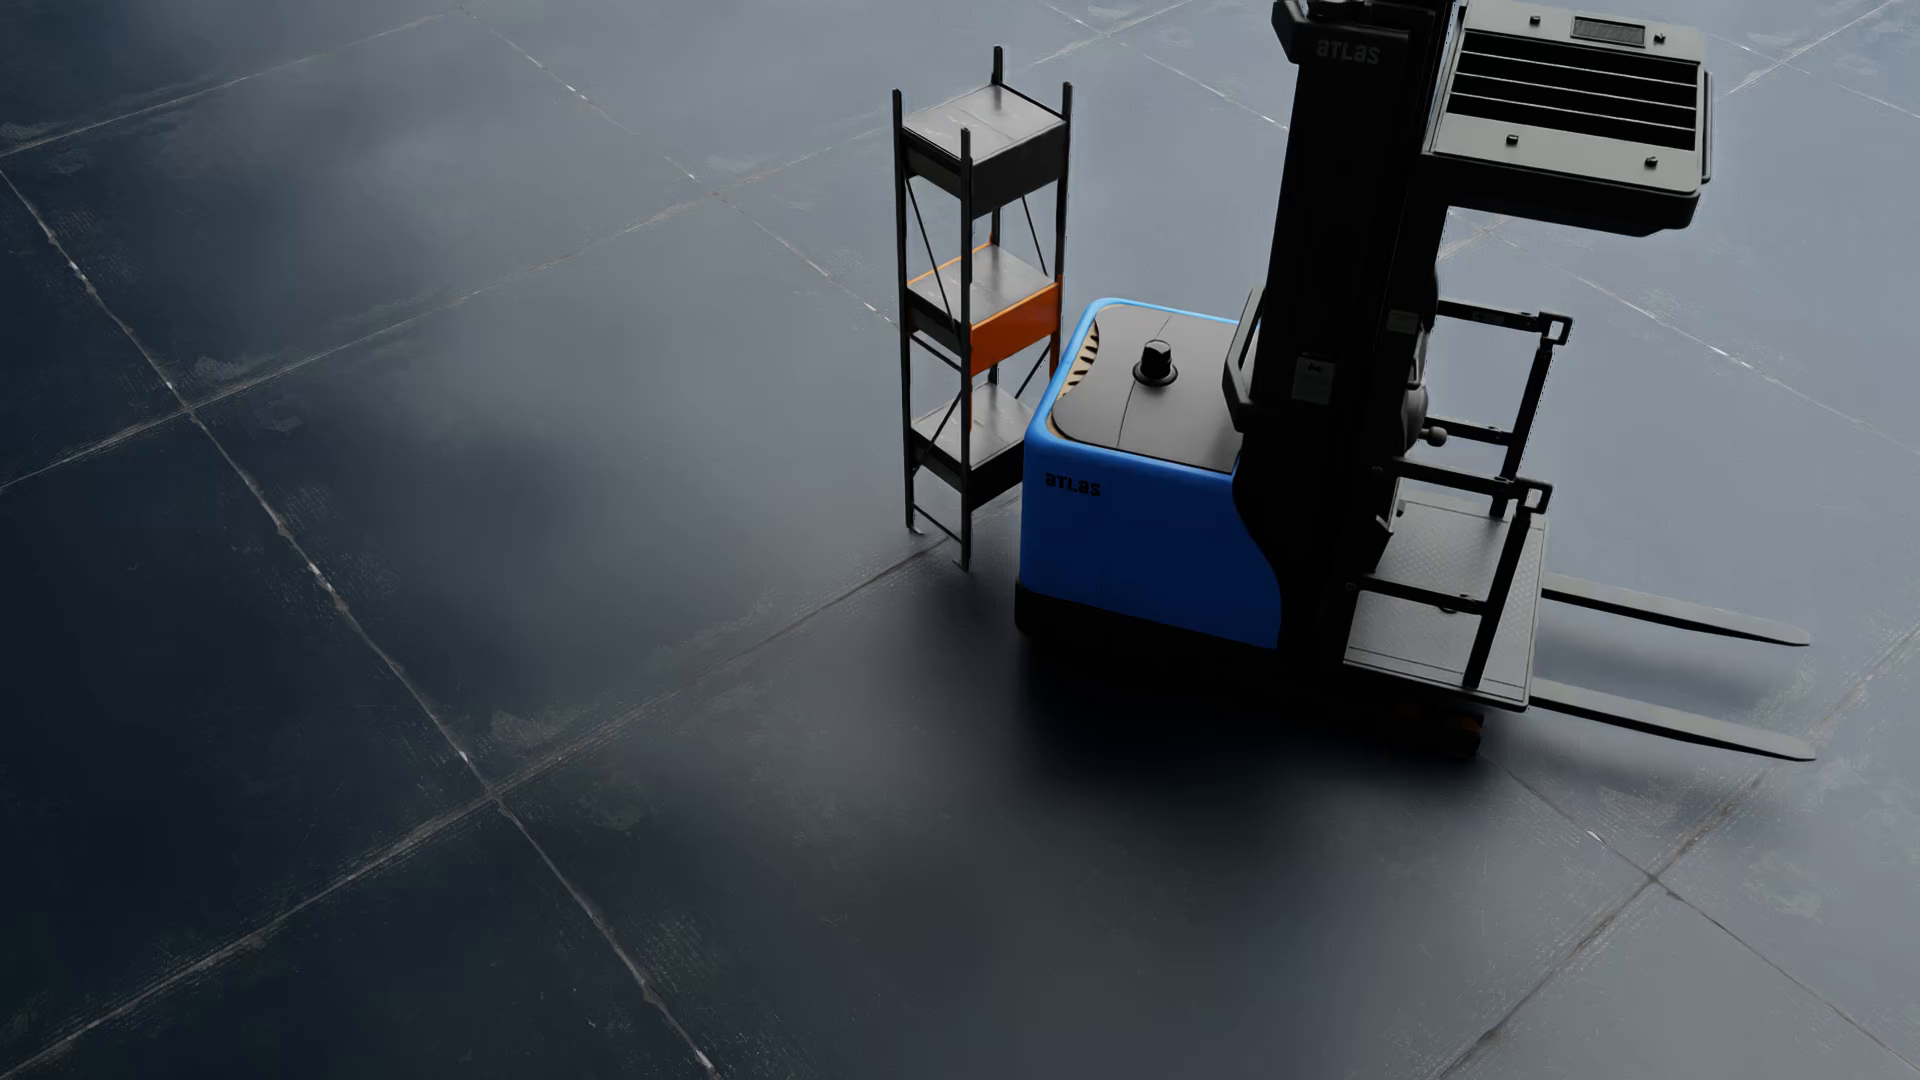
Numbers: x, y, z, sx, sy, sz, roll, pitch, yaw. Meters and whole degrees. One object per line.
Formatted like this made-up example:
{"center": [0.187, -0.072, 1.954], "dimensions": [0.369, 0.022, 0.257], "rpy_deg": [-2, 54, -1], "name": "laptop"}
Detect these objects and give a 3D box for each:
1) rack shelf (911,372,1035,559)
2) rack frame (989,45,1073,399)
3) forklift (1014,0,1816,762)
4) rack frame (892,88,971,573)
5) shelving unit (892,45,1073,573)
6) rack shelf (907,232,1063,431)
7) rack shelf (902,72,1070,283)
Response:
{"center": [0.083, -0.322, 7.101], "dimensions": [0.480, 0.518, 0.431], "rpy_deg": [-31, 51, -29], "name": "rack shelf"}
{"center": [0.264, -0.954, 6.730], "dimensions": [0.015, 2.100, 0.400], "rpy_deg": [-31, 51, -29], "name": "rack frame"}
{"center": [1.797, -0.651, 5.803], "dimensions": [3.031, 2.935, 1.130], "rpy_deg": [13, 45, 14], "name": "forklift"}
{"center": [-0.101, -0.731, 6.495], "dimensions": [0.015, 2.100, 0.400], "rpy_deg": [-31, 51, -29], "name": "rack frame"}
{"center": [0.082, -0.842, 6.612], "dimensions": [0.503, 2.100, 0.431], "rpy_deg": [-31, 51, -29], "name": "shelving unit"}
{"center": [0.082, -0.832, 6.622], "dimensions": [0.480, 0.518, 0.431], "rpy_deg": [-31, 51, -29], "name": "rack shelf"}
{"center": [0.081, -1.342, 6.142], "dimensions": [0.480, 0.518, 0.431], "rpy_deg": [-31, 51, -29], "name": "rack shelf"}
